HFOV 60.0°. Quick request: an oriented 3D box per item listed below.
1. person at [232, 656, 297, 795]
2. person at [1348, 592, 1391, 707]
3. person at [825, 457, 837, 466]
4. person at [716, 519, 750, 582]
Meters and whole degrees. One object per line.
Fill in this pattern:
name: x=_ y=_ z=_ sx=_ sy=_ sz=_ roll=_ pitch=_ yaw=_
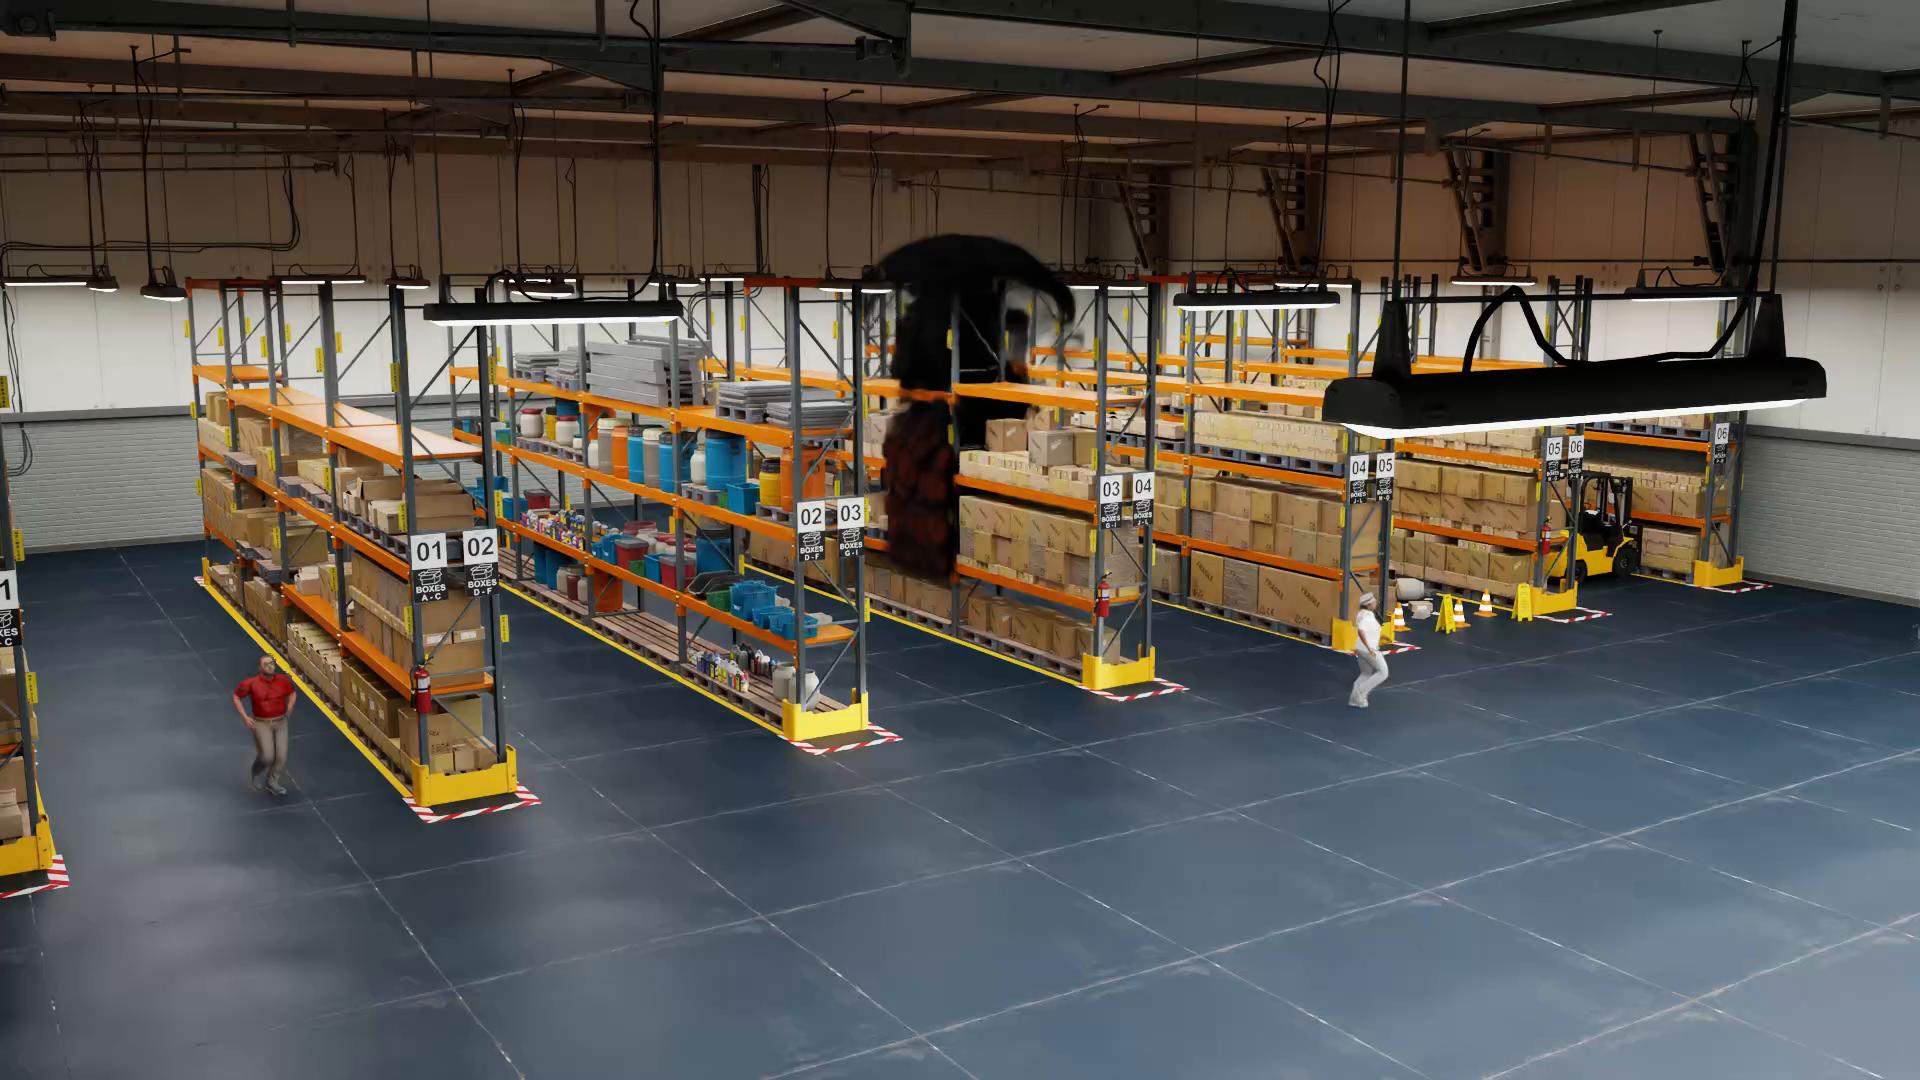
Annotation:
person: x=-8.188 y=2.211 z=19.765 sx=0.710 sy=1.697 sz=0.563 roll=-9 pitch=13 yaw=-42
person: x=5.859 y=1.564 z=23.686 sx=0.577 sy=1.660 sz=0.562 roll=-1 pitch=10 yaw=-6
person: x=-3.228 y=-1.351 z=41.065 sx=0.759 sy=1.690 sz=0.866 roll=6 pitch=11 yaw=32
person: x=-4.119 y=-0.013 z=31.145 sx=0.682 sy=1.837 sz=0.737 roll=-8 pitch=12 yaw=-39
